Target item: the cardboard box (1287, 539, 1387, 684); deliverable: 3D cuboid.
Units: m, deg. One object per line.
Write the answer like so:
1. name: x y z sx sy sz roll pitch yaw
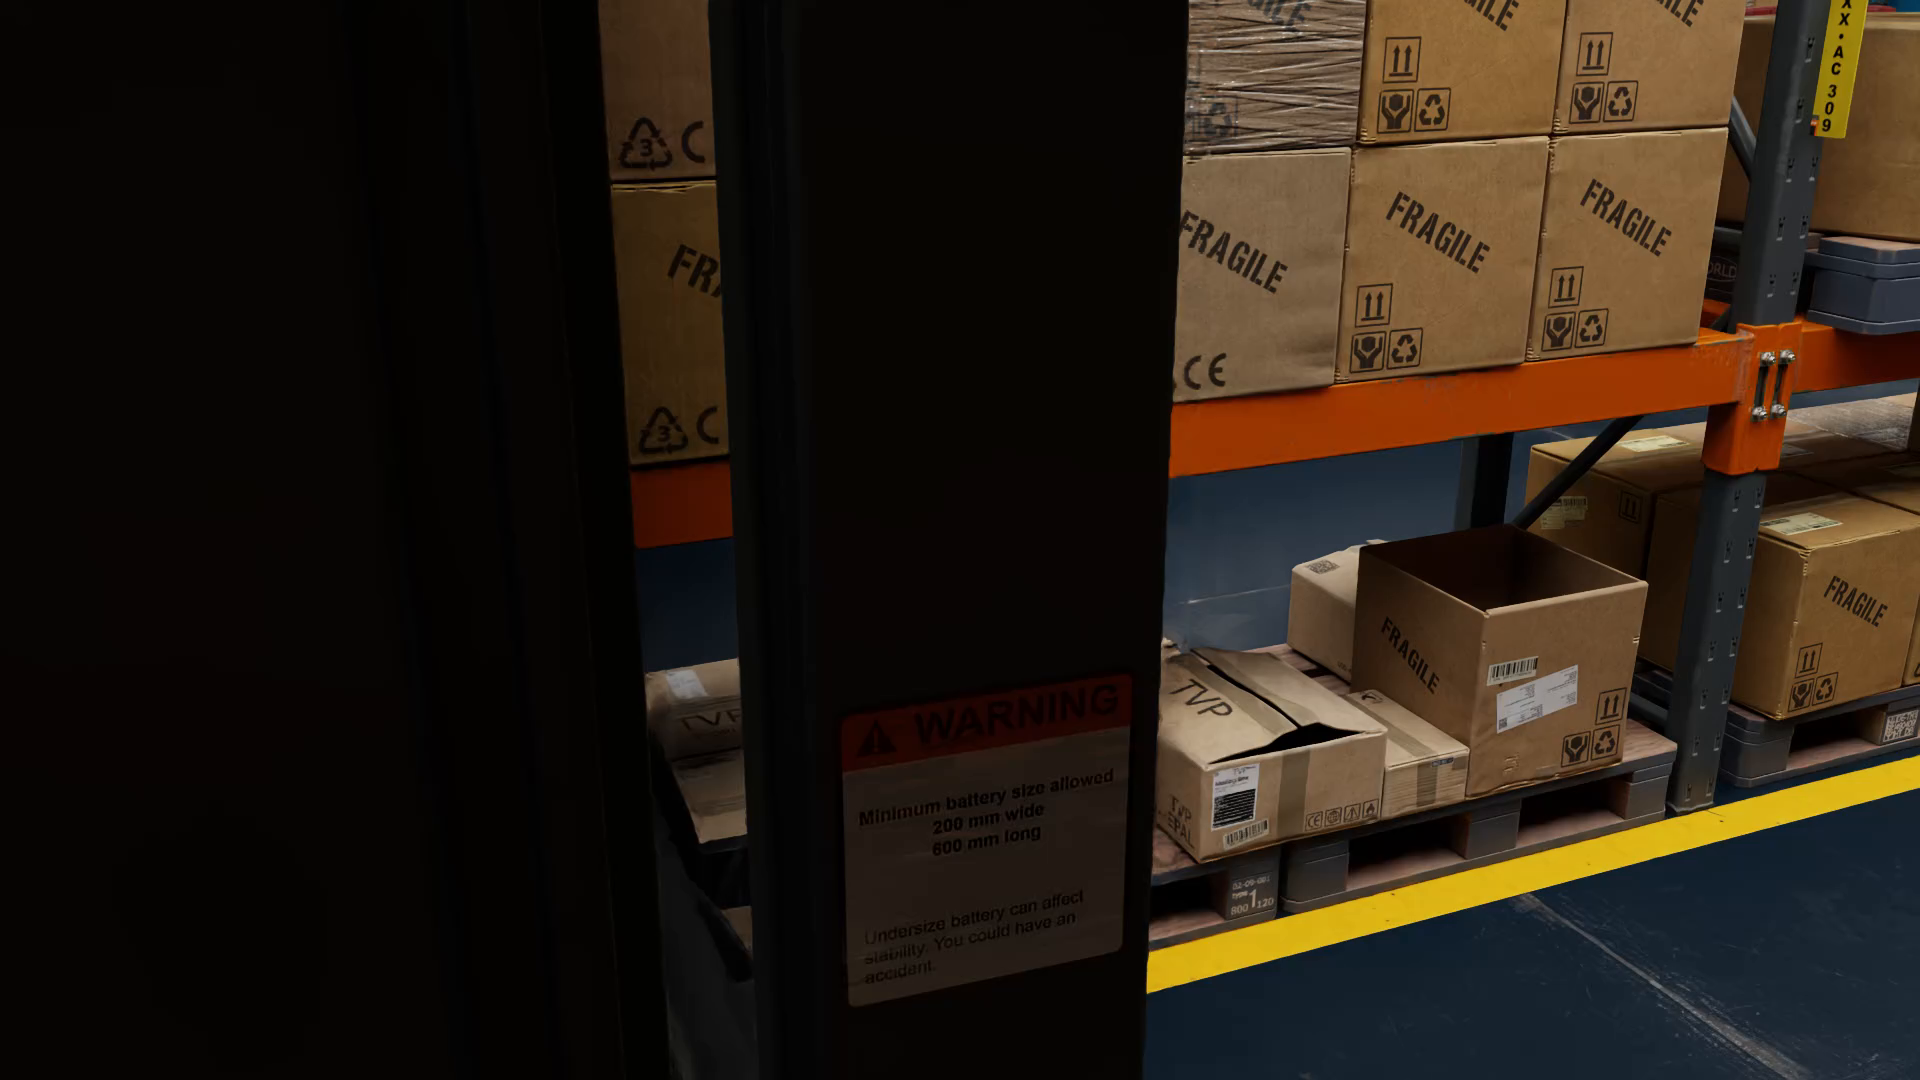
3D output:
1. cardboard box: 1.300 0.212 4.791 0.500 0.311 0.500 -8 21 -22

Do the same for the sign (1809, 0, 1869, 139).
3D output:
1. sign: 1.993 -1.082 3.776 0.005 0.325 0.100 -8 21 -22

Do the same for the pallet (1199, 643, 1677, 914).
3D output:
1. pallet: 1.140 0.567 4.594 1.213 0.211 1.003 -8 21 -22

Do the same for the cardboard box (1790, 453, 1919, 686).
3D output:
1. cardboard box: 2.797 0.070 4.907 0.500 0.500 0.500 -8 21 -21

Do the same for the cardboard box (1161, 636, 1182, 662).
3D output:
1. cardboard box: 0.510 0.397 4.483 0.250 0.166 0.380 -8 21 -22

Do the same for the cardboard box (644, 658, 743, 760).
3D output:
1. cardboard box: -0.616 0.515 4.021 0.500 0.250 0.500 -8 21 -22

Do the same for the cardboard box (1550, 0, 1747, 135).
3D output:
1. cardboard box: 1.409 -1.212 3.791 0.500 0.500 0.500 -8 21 -22

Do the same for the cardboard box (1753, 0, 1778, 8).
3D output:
1. cardboard box: 7.942 -5.460 16.913 0.500 0.500 0.875 -8 21 -22

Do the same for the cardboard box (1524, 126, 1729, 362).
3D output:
1. cardboard box: 1.414 -0.742 3.961 0.500 0.500 0.500 -8 21 -21

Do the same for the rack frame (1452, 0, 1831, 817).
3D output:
1. rack frame: 1.771 -0.838 4.387 0.127 3.000 1.000 -8 21 -22

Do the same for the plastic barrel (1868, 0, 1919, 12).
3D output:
1. plastic barrel: 6.684 -3.680 11.702 0.708 0.901 0.600 -8 21 -22

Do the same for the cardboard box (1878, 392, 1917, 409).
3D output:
1. cardboard box: 3.495 -0.215 5.718 0.500 0.500 0.500 -9 21 -24

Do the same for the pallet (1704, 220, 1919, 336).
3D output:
1. pallet: 2.548 -0.820 4.622 1.213 0.211 1.003 -8 21 -22

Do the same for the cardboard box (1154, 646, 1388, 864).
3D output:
1. cardboard box: 0.672 0.482 4.021 0.500 0.311 0.500 -8 21 -22

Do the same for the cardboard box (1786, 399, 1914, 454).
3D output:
1. cardboard box: 3.029 -0.147 5.526 0.500 0.500 0.500 -8 21 -21

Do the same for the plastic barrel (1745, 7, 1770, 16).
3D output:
1. plastic barrel: 5.122 -3.253 11.041 0.433 0.535 0.433 0 19 0

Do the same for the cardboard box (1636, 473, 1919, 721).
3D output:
1. cardboard box: 2.312 0.144 4.698 0.500 0.500 0.500 -9 21 -24

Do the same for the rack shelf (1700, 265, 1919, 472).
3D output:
1. rack shelf: 3.608 -0.762 5.253 4.000 0.370 1.077 -8 21 -22

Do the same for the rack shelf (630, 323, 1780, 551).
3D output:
1. rack shelf: -0.065 -0.236 3.759 4.000 0.370 1.077 -8 21 -22

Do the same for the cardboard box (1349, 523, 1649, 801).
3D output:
1. cardboard box: 1.360 0.295 4.270 0.500 0.500 0.500 -8 21 -22

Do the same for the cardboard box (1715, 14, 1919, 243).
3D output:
1. cardboard box: 2.295 -1.078 4.283 0.500 0.500 0.700 -17 26 -40

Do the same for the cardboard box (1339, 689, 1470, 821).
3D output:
1. cardboard box: 1.040 0.528 4.136 0.250 0.149 0.380 -8 21 -22

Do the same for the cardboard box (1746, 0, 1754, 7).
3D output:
1. cardboard box: 7.466 -5.407 16.763 0.500 0.500 0.875 -8 21 -22

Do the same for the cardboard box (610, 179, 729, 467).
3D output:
1. cardboard box: -0.456 -0.472 3.195 0.500 0.500 0.500 -8 21 -22

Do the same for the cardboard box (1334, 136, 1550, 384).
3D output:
1. cardboard box: 0.941 -0.673 3.767 0.500 0.500 0.500 -8 21 -20

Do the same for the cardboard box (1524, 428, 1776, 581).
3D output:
1. cardboard box: 2.111 -0.019 5.161 0.500 0.500 0.500 -8 21 -22

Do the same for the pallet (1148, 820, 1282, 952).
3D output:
1. pallet: 0.018 0.729 4.134 1.213 0.211 1.003 -8 21 -22

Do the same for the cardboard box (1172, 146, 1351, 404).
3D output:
1. cardboard box: 0.470 -0.605 3.573 0.500 0.500 0.500 -8 21 -21

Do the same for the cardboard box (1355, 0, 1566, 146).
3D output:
1. cardboard box: 0.940 -1.143 3.597 0.500 0.500 0.500 -9 21 -23

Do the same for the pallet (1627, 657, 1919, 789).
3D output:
1. pallet: 2.503 0.358 5.186 1.213 0.211 1.003 -8 21 -22

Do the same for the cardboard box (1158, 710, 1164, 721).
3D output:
1. cardboard box: 0.048 0.380 4.022 0.637 0.503 0.797 -8 21 -22

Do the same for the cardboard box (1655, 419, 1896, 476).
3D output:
1. cardboard box: 2.568 -0.082 5.339 0.500 0.500 0.500 -8 21 -22

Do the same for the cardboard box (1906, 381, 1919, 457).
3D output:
1. cardboard box: 3.230 -0.341 4.947 0.500 0.250 0.500 -8 21 -22

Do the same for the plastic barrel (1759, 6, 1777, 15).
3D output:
1. plastic barrel: 5.519 -3.310 11.203 0.433 0.535 0.433 0 19 0

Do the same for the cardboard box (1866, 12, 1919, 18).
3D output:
1. cardboard box: 2.901 -1.188 4.595 0.500 0.500 0.700 -5 20 -13

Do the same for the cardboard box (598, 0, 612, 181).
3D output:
1. cardboard box: -0.913 -0.880 2.849 0.500 0.500 0.500 -8 21 -21

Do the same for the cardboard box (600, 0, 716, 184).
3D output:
1. cardboard box: -0.451 -0.944 3.031 0.500 0.500 0.500 -8 21 -21

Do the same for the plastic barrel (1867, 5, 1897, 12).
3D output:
1. plastic barrel: 6.193 -3.407 11.477 0.433 0.535 0.433 0 19 0

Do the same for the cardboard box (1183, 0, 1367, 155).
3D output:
1. cardboard box: 0.477 -1.077 3.409 0.500 0.500 0.500 -8 21 -21

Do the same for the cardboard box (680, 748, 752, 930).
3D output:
1. cardboard box: -0.372 0.661 3.607 0.500 0.250 0.500 -8 21 -22
